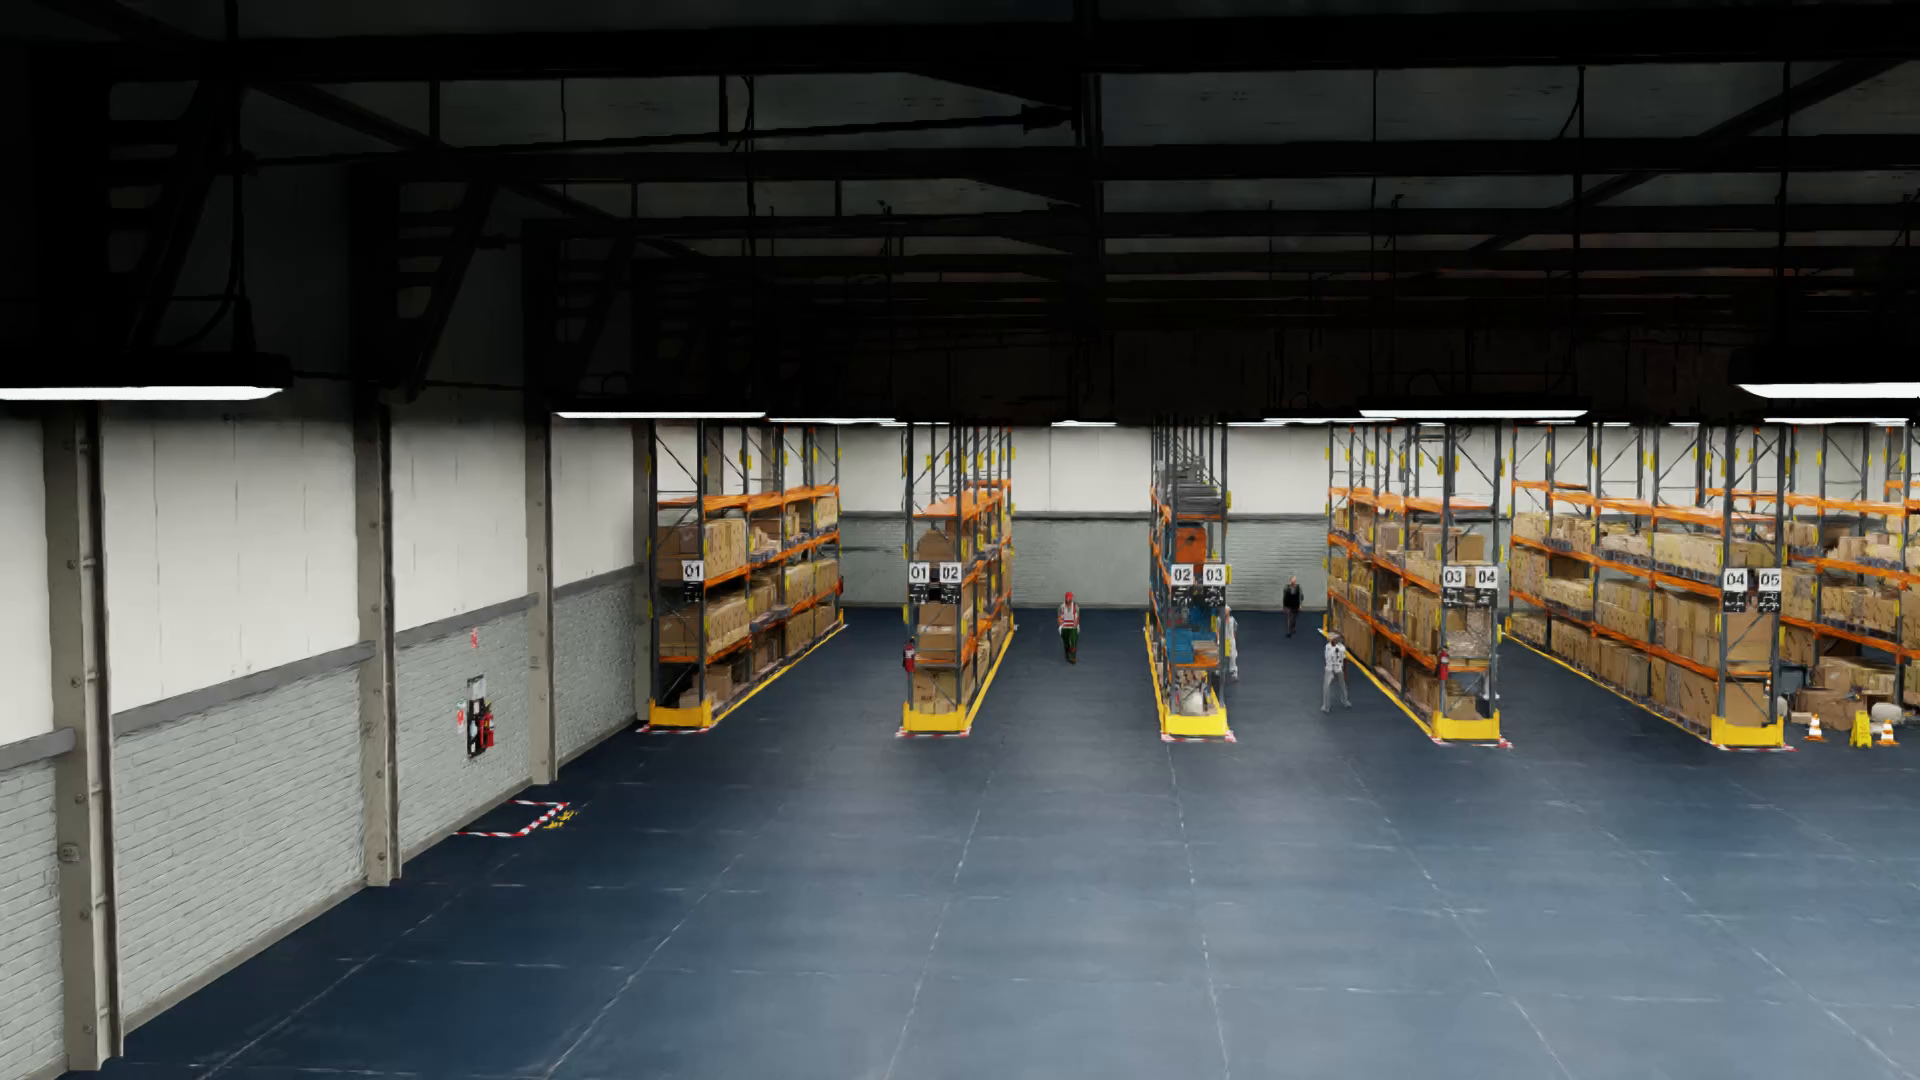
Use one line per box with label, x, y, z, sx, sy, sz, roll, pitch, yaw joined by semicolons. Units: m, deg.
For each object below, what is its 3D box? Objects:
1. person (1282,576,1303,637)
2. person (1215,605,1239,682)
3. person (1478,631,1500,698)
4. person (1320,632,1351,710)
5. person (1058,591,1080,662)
person;9.172;1.807;45.825;0.543;1.649;1.119;0;4;3
person;6.012;2.317;37.601;0.528;1.727;1.030;0;4;-3
person;11.230;2.437;35.278;0.505;1.773;0.638;-2;4;-23
person;7.652;2.637;33.812;0.505;1.610;0.938;2;4;26
person;2.669;2.108;40.809;0.553;1.709;1.123;0;4;7
